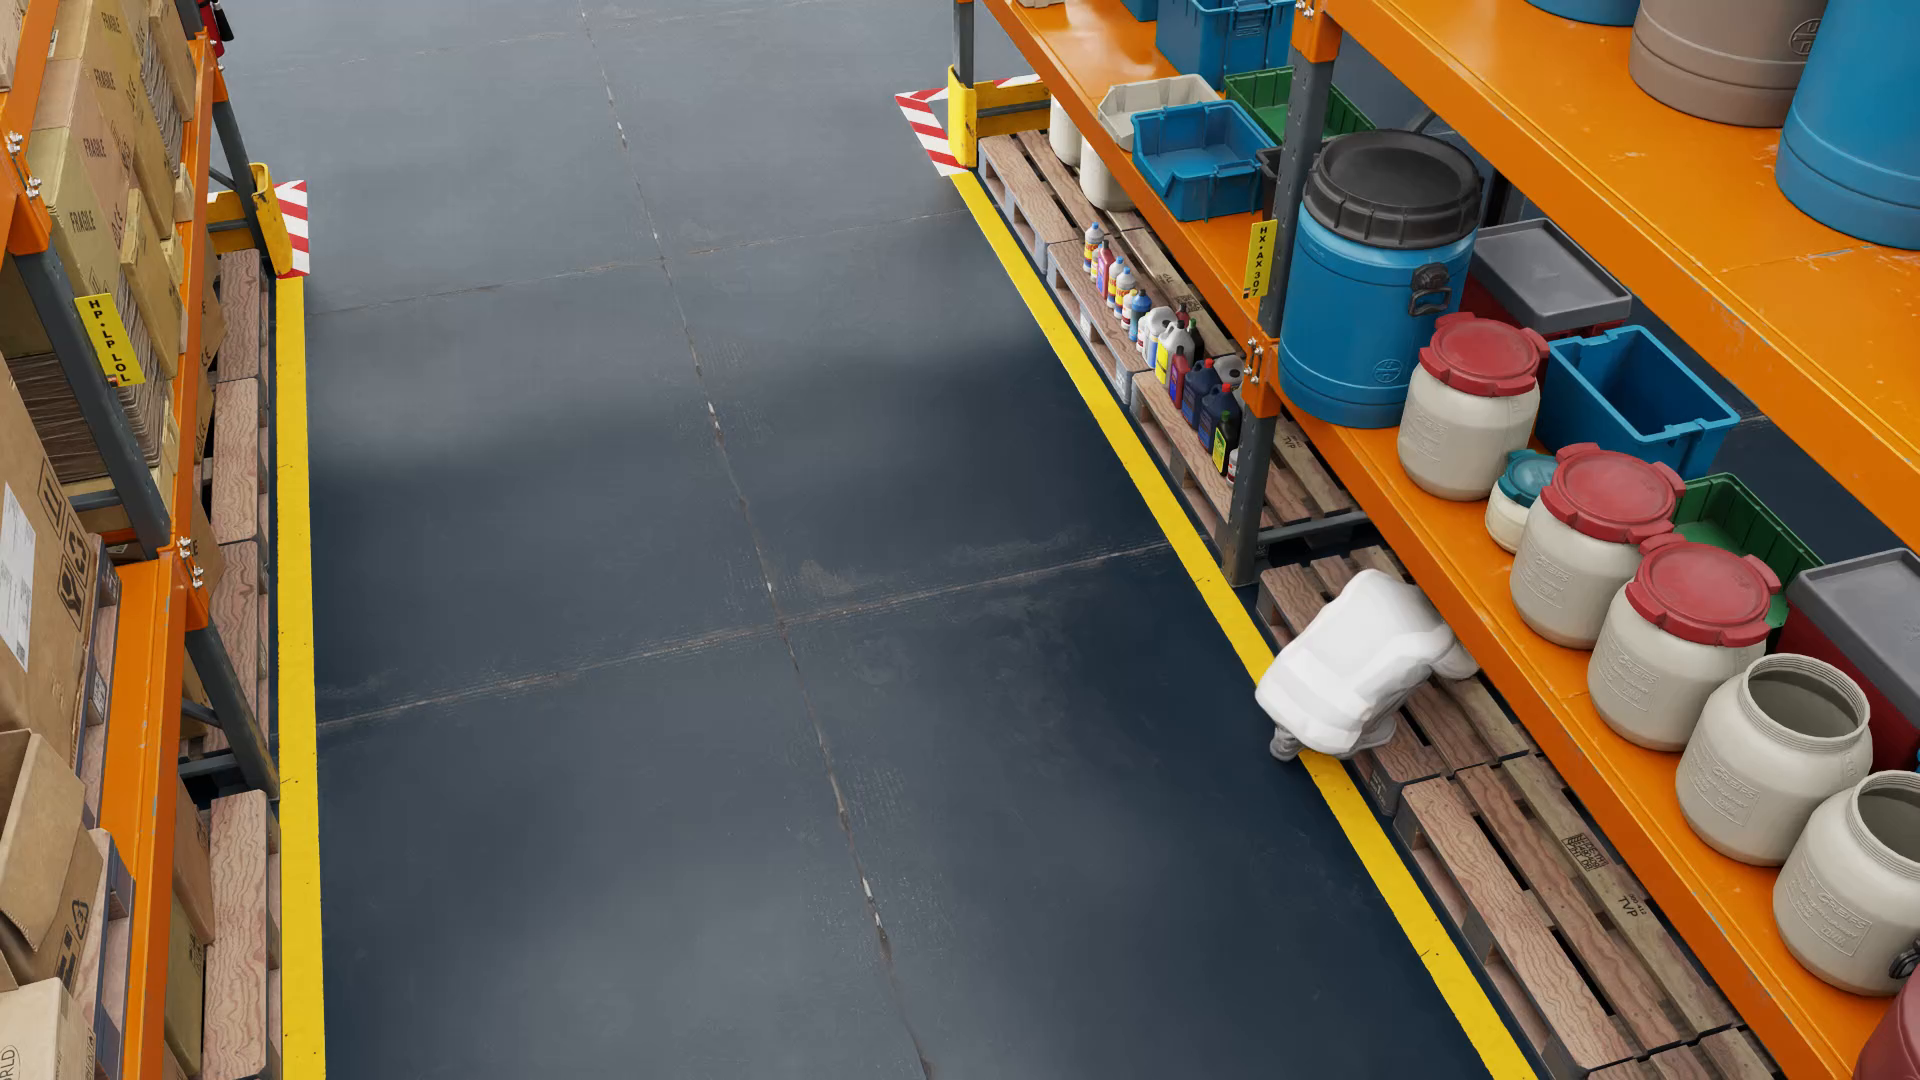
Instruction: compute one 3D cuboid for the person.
[{"bbox_3d":[1.658,0.451,6.339,1.191,0.838,0.534,-24,47,-24],"label":"person"}]
